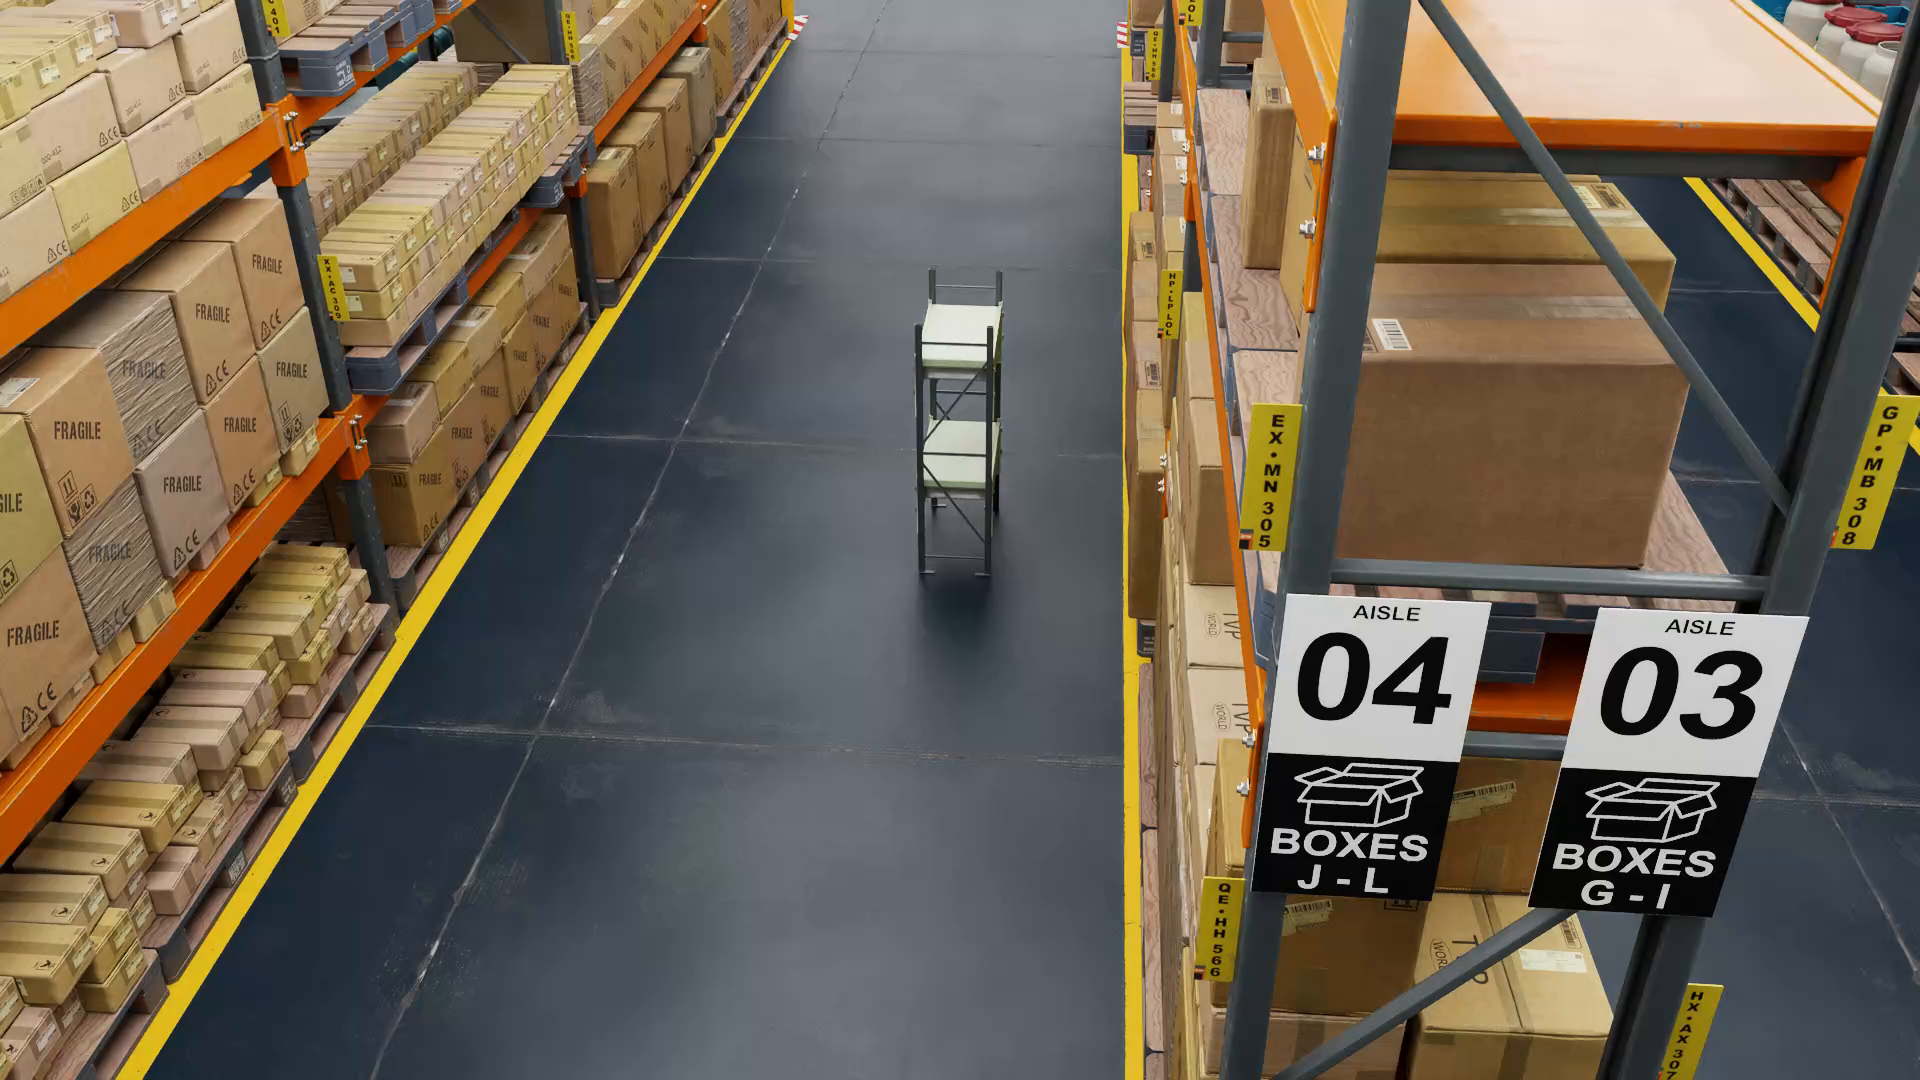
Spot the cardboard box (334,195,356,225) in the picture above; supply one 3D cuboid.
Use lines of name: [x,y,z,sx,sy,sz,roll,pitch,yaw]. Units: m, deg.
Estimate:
cardboard box: [-3.546,-1.785,9.124,0.380,0.149,0.250,1,32,1]

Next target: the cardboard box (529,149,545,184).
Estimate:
cardboard box: [-2.788,-2.315,10.267,0.380,0.149,0.250,2,32,3]

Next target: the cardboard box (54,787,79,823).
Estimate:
cardboard box: [-3.928,1.066,6.975,0.380,0.149,0.250,3,32,4]

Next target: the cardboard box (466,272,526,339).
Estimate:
cardboard box: [-3.021,-1.451,10.293,0.500,0.250,0.500,3,32,5]

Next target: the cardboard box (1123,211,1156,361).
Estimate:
cardboard box: [1.719,-1.565,10.836,1.225,0.875,0.875,1,32,2]

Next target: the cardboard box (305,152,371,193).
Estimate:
cardboard box: [-3.520,-2.049,9.268,0.380,0.149,0.250,1,32,2]

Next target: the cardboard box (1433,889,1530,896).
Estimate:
cardboard box: [1.488,0.958,4.976,0.500,0.250,0.500,2,32,3]

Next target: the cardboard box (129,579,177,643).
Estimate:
cardboard box: [-3.311,0.263,6.484,0.380,0.149,0.250,3,32,5]

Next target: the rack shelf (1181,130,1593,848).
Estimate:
rack shelf: [1.307,-0.484,5.283,1.077,0.370,4.000,2,32,4]

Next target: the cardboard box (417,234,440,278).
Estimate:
cardboard box: [-2.935,-1.479,8.627,0.380,0.149,0.250,3,32,5]

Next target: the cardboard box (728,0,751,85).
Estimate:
cardboard box: [-2.623,-5.079,16.537,0.875,0.875,0.875,3,32,4]

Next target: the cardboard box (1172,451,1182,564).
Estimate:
cardboard box: [1.125,-0.128,6.738,0.500,0.250,0.500,2,32,4]

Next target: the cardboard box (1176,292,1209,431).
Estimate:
cardboard box: [1.176,-0.702,6.954,0.500,0.500,0.500,2,32,4]

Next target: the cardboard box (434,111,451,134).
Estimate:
cardboard box: [-3.417,-2.588,10.427,0.380,0.149,0.250,2,32,2]

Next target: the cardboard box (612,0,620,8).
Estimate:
cardboard box: [-2.972,-4.418,12.792,0.700,0.500,0.500,2,32,3]

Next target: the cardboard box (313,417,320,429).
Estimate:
cardboard box: [-3.255,-0.558,7.815,0.380,0.149,0.250,2,32,3]

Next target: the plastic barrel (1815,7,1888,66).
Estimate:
plastic barrel: [6.702,-3.714,12.568,0.433,0.535,0.433,0,32,0]

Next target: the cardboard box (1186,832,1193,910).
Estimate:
cardboard box: [0.908,1.041,5.222,0.380,0.149,0.250,3,32,5]

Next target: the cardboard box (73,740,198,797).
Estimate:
cardboard box: [-3.397,0.965,6.855,0.380,0.149,0.250,3,32,4]

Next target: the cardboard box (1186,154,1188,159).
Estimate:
cardboard box: [1.616,-2.047,8.942,0.797,0.503,0.637,3,32,6]

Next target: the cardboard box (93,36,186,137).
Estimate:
cardboard box: [-3.303,-1.726,6.279,0.500,0.250,0.500,1,32,2]

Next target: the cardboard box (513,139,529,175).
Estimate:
cardboard box: [-2.808,-2.298,9.956,0.380,0.149,0.250,2,32,4]

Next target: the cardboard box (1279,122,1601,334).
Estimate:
cardboard box: [1.293,-0.844,4.591,0.700,0.500,0.500,0,32,1]

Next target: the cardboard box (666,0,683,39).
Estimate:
cardboard box: [-2.631,-4.501,13.880,0.500,0.500,0.500,2,32,3]

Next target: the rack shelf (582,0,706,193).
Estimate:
rack shelf: [-2.977,-3.655,13.288,1.077,0.370,4.000,2,32,4]

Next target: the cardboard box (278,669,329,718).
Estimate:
cardboard box: [-3.219,0.704,7.846,0.380,0.149,0.250,1,32,2]

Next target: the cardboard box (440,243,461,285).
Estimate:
cardboard box: [-2.912,-1.489,8.927,0.380,0.149,0.250,3,32,4]

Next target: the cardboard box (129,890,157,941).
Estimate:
cardboard box: [-3.420,1.505,6.545,0.380,0.149,0.250,3,32,4]

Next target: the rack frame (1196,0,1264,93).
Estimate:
rack frame: [1.470,-3.113,6.005,1.000,3.000,0.127,2,32,4]

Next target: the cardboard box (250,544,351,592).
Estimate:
cardboard box: [-3.235,0.155,8.170,0.380,0.149,0.250,3,32,5]

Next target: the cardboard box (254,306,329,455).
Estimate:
cardboard box: [-3.223,-0.728,7.474,0.500,0.500,0.500,3,32,4]

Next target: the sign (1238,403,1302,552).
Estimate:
sign: [0.605,-0.118,3.235,0.100,0.325,0.005,2,32,4]

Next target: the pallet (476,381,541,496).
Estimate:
pallet: [-3.306,-0.684,10.438,1.003,0.211,1.213,2,32,4]

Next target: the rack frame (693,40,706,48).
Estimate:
rack frame: [-2.814,-5.007,14.796,1.000,3.000,0.127,2,32,4]

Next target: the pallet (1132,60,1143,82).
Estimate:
pallet: [2.238,-4.548,16.708,1.003,0.211,1.213,2,32,4]

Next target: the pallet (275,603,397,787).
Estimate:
pallet: [-3.484,0.716,8.167,1.003,0.211,1.213,2,32,4]

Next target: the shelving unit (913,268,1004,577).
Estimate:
shelving unit: [0.001,-0.642,9.142,0.431,1.500,0.755,2,32,4]

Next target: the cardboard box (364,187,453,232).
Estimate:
cardboard box: [-2.912,-1.746,8.776,0.380,0.149,0.250,2,32,3]

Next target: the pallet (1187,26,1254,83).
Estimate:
pallet: [1.496,-2.236,7.623,0.805,0.209,1.217,1,32,2]

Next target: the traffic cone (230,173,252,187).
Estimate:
traffic cone: [-6.461,-3.377,14.570,0.336,0.463,0.334,2,32,4]

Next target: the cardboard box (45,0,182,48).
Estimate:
cardboard box: [-3.207,-1.976,6.305,0.380,0.149,0.250,2,32,4]

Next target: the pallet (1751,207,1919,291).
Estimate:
pallet: [6.936,-2.292,13.048,1.003,0.211,1.213,2,32,4]

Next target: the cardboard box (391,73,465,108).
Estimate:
cardboard box: [-3.389,-2.867,10.595,0.380,0.149,0.250,2,32,3]

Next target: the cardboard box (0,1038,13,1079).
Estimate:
cardboard box: [-3.409,1.790,5.517,0.380,0.149,0.250,1,32,2]

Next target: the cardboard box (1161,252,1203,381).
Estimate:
cardboard box: [1.283,-1.116,8.387,0.500,0.500,0.500,3,32,6]

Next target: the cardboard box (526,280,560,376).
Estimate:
cardboard box: [-2.978,-1.403,10.931,0.500,0.500,0.500,4,32,6]

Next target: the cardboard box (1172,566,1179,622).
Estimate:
cardboard box: [1.032,0.235,6.530,0.380,0.149,0.250,2,32,3]

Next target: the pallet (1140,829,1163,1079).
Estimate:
pallet: [1.234,1.662,6.632,1.003,0.211,1.213,2,32,4]

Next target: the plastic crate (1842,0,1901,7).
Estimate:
plastic crate: [7.324,-4.292,13.574,0.402,0.464,0.583,2,32,4]

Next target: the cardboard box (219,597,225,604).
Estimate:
cardboard box: [-3.781,0.271,7.982,0.380,0.149,0.250,4,32,6]

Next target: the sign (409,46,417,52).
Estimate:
sign: [-3.693,-3.430,11.134,0.100,0.325,0.005,2,32,4]

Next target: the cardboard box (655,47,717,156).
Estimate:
cardboard box: [-2.775,-3.900,14.743,1.050,0.750,0.750,2,32,4]

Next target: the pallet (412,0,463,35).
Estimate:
pallet: [-3.227,-2.882,8.667,1.213,0.211,1.003,2,32,4]

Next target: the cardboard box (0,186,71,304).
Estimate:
cardboard box: [-3.370,-0.984,5.551,0.500,0.250,0.500,2,32,4]

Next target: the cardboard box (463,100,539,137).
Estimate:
cardboard box: [-2.784,-2.557,10.092,0.380,0.149,0.250,3,32,5]

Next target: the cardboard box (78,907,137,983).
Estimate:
cardboard box: [-3.353,1.511,6.253,0.380,0.149,0.250,3,32,6]

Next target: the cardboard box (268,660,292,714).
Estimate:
cardboard box: [-3.306,0.673,7.613,0.380,0.149,0.250,3,32,4]
